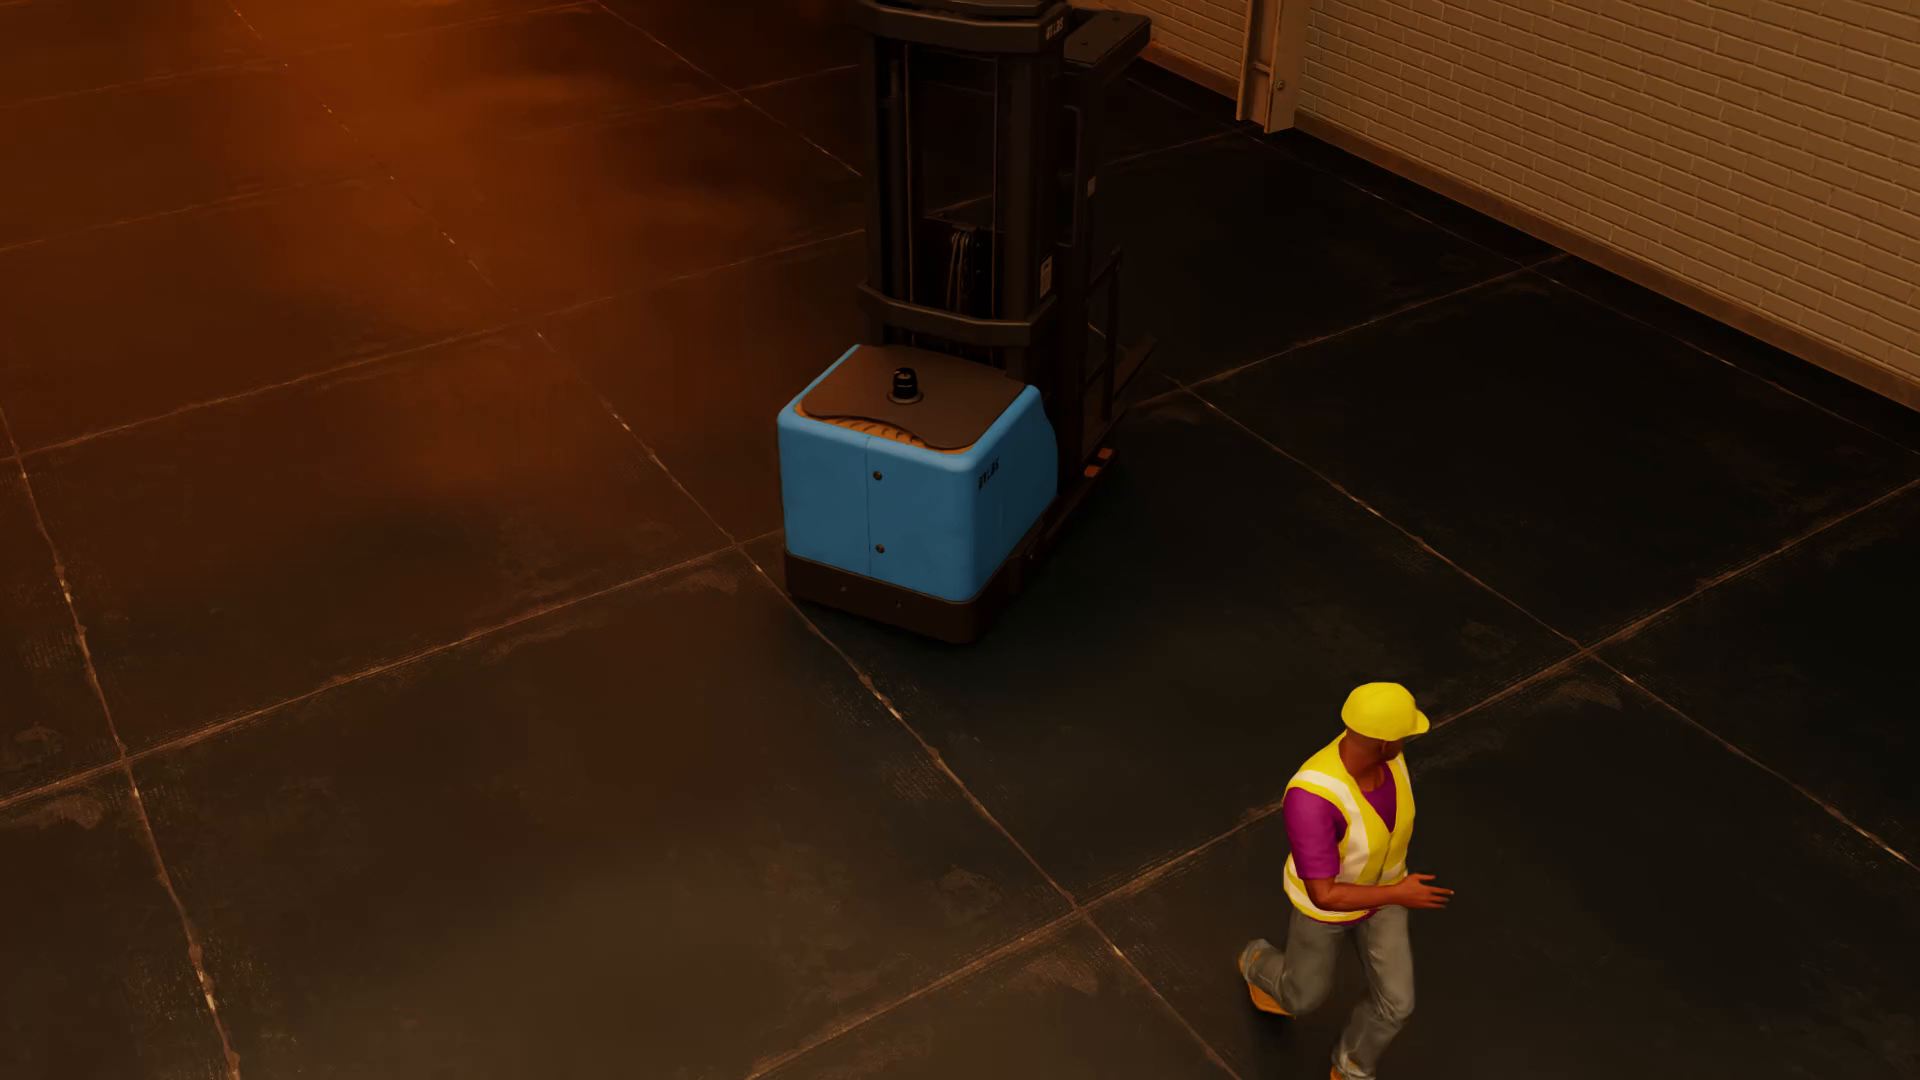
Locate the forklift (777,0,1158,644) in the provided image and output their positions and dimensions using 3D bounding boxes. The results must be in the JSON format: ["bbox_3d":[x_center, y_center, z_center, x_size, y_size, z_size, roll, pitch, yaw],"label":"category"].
[{"bbox_3d":[0.232,-1.543,8.343,1.130,2.935,3.031,16,38,21],"label":"forklift"}]

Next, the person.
[{"bbox_3d":[1.298,1.150,5.619,0.608,1.677,0.901,-14,38,-19],"label":"person"}]
